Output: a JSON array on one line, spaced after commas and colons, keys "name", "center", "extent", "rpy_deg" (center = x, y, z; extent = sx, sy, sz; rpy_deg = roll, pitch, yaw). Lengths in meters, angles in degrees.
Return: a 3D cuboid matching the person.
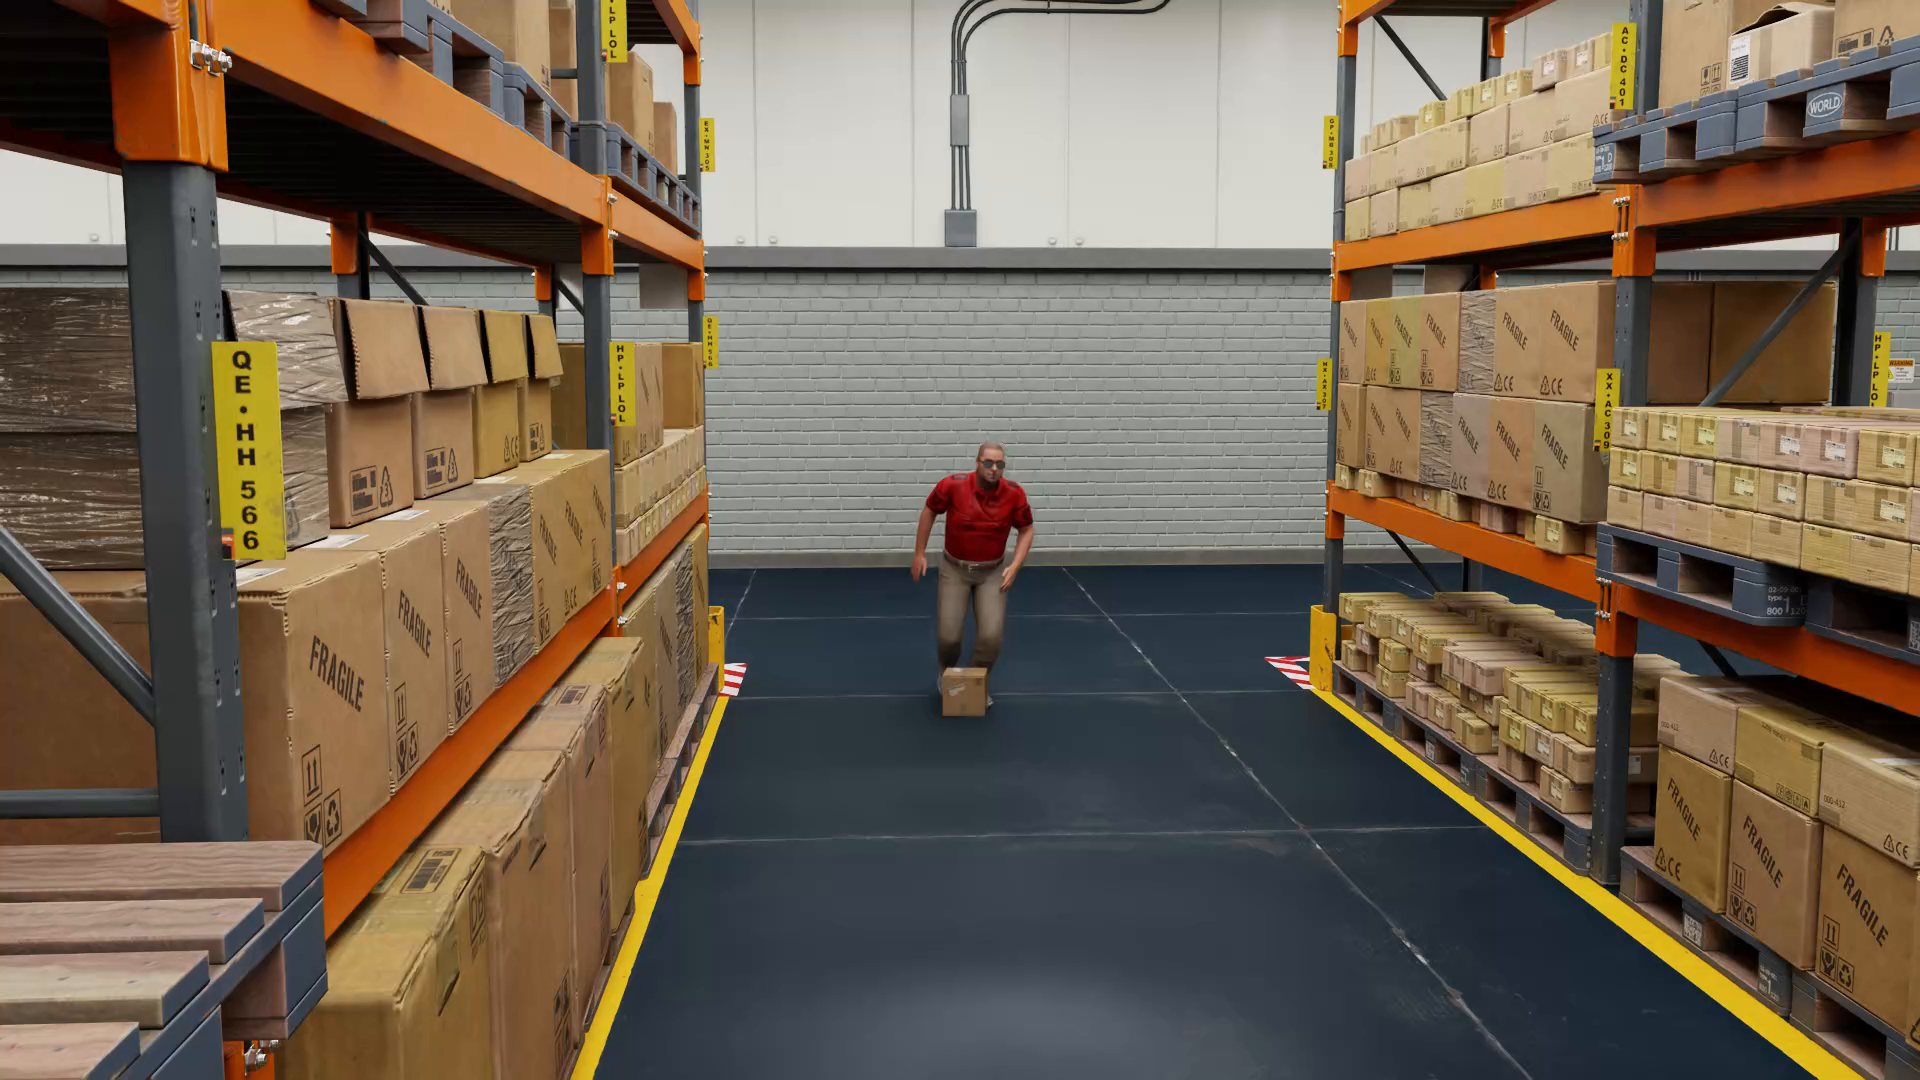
[{"name": "person", "center": [0.075, 0.199, 10.111], "extent": [0.734, 1.619, 0.711], "rpy_deg": [-1, 7, -9]}]
